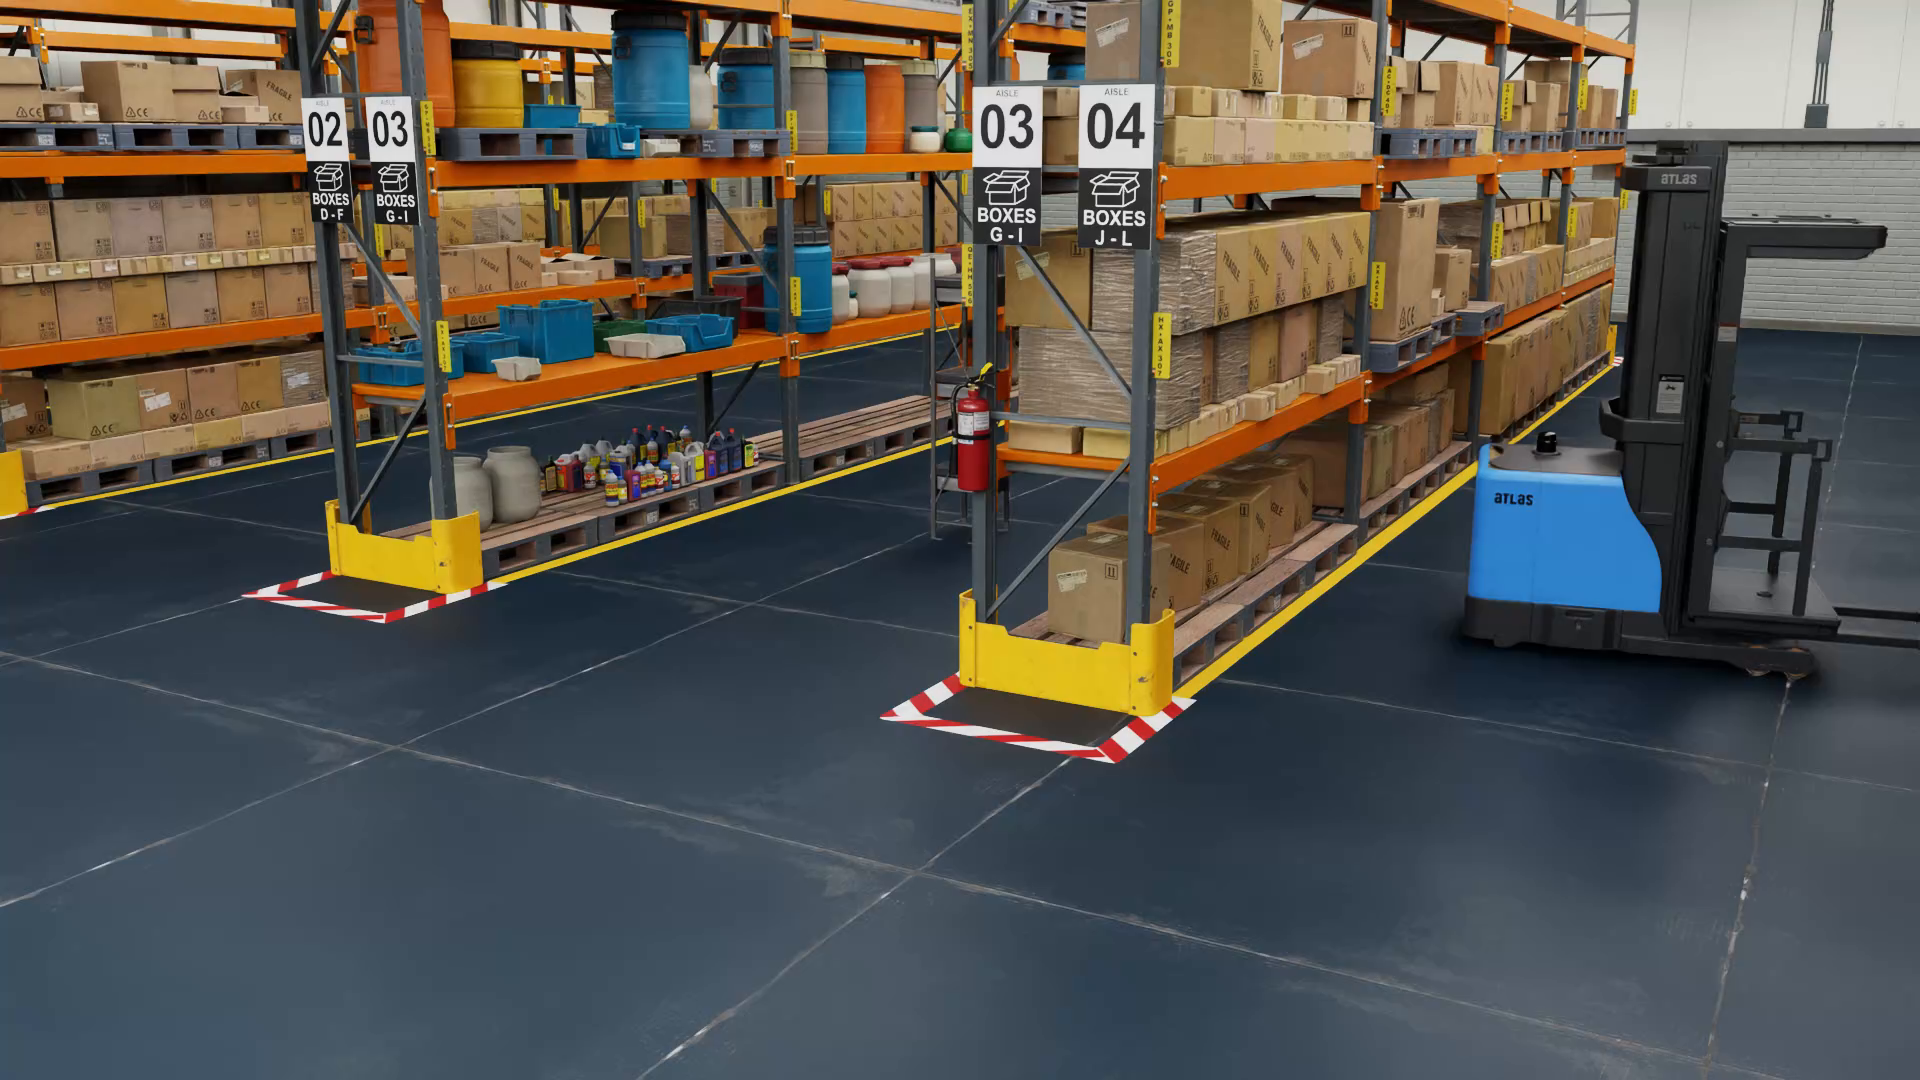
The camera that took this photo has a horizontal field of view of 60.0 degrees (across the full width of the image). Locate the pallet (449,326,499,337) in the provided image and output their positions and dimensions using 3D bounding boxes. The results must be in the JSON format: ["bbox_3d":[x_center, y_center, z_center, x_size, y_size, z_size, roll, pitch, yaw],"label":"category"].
[{"bbox_3d":[-7.572,-2.986,24.468,1.003,0.211,1.213,7,15,28],"label":"pallet"}]

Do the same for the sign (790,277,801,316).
[{"bbox_3d":[-1.395,-2.066,14.111,0.100,0.325,0.005,7,15,28],"label":"sign"}]

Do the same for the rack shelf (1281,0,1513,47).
[{"bbox_3d":[3.432,-4.217,13.214,1.077,0.370,4.000,7,15,28],"label":"rack shelf"}]

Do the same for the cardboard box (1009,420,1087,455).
[{"bbox_3d":[0.488,-0.574,9.049,0.380,0.149,0.250,7,15,28],"label":"cardboard box"}]

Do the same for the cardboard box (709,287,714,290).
[{"bbox_3d":[-3.269,-3.286,22.556,0.500,0.250,0.500,7,15,28],"label":"cardboard box"}]

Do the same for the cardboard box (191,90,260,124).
[{"bbox_3d":[-6.941,-4.061,15.572,0.500,0.311,0.500,6,15,25],"label":"cardboard box"}]

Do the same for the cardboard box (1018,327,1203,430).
[{"bbox_3d":[0.821,-0.917,9.089,0.875,0.500,0.500,7,15,28],"label":"cardboard box"}]

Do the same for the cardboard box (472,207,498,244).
[{"bbox_3d":[-7.167,-4.631,24.453,0.500,0.500,0.500,7,15,28],"label":"cardboard box"}]

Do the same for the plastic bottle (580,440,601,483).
[{"bbox_3d":[-3.011,-0.639,13.498,0.144,0.351,0.185,8,16,30],"label":"plastic bottle"}]

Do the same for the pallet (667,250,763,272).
[{"bbox_3d":[-3.336,-3.685,21.827,1.003,0.211,1.213,7,15,28],"label":"pallet"}]

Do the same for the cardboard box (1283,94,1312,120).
[{"bbox_3d":[1.928,-2.643,10.167,0.380,0.149,0.250,8,16,31],"label":"cardboard box"}]

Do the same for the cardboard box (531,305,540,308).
[{"bbox_3d":[-6.877,-3.771,25.464,0.750,0.750,0.750,8,15,29],"label":"cardboard box"}]

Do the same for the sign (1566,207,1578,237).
[{"bbox_3d":[6.812,-3.541,18.519,0.100,0.325,0.005,7,15,28],"label":"sign"}]

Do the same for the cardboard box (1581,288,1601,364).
[{"bbox_3d":[7.586,-2.741,21.139,0.875,0.875,0.875,7,15,28],"label":"cardboard box"}]

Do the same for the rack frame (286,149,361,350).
[{"bbox_3d":[-8.610,-3.939,22.472,1.000,3.000,0.127,7,15,28],"label":"rack frame"}]

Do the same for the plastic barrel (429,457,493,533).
[{"bbox_3d":[-3.554,-0.314,11.846,0.421,0.512,0.421,0,14,0],"label":"plastic barrel"}]

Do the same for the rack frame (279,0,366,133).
[{"bbox_3d":[-6.205,-5.474,16.040,1.000,3.000,0.127,7,15,28],"label":"rack frame"}]

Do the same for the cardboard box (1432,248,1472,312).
[{"bbox_3d":[3.990,-2.267,14.427,0.700,0.500,0.500,10,17,36],"label":"cardboard box"}]

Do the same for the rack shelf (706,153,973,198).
[{"bbox_3d":[-0.904,-3.515,15.847,1.077,0.370,4.000,7,15,28],"label":"rack shelf"}]

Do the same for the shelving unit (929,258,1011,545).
[{"bbox_3d":[0.080,-1.055,12.428,0.431,2.100,0.503,7,15,28],"label":"shelving unit"}]

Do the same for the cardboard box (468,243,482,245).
[{"bbox_3d":[-7.244,-4.290,24.422,0.380,0.149,0.250,7,15,26],"label":"cardboard box"}]

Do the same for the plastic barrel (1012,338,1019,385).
[{"bbox_3d":[0.479,-2.039,19.005,0.421,0.512,0.421,0,14,0],"label":"plastic barrel"}]

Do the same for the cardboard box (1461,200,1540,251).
[{"bbox_3d":[5.689,-3.341,17.637,0.797,0.503,0.637,8,15,29],"label":"cardboard box"}]

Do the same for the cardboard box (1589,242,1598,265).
[{"bbox_3d":[7.524,-3.523,20.432,0.500,0.250,0.500,7,15,28],"label":"cardboard box"}]

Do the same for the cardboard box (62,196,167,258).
[{"bbox_3d":[-7.384,-2.734,14.491,0.700,0.500,0.500,7,15,28],"label":"cardboard box"}]

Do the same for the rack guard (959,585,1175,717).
[{"bbox_3d":[0.568,0.586,9.038,1.175,0.500,0.348,7,15,28],"label":"rack guard"}]

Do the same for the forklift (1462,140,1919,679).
[{"bbox_3d":[4.573,-0.788,9.548,3.031,2.935,1.130,4,14,17],"label":"forklift"}]

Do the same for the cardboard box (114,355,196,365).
[{"bbox_3d":[-7.427,-1.422,15.403,0.500,0.500,0.500,7,15,28],"label":"cardboard box"}]

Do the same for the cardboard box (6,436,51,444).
[{"bbox_3d":[-8.138,-0.748,14.207,0.500,0.250,0.500,7,15,28],"label":"cardboard box"}]

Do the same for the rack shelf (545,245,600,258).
[{"bbox_3d":[-5.709,-4.820,27.662,1.077,0.370,4.000,7,15,28],"label":"rack shelf"}]

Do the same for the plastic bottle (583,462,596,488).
[{"bbox_3d":[-2.970,-0.522,13.330,0.097,0.201,0.097,0,14,0],"label":"plastic bottle"}]

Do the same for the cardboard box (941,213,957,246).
[{"bbox_3d":[-0.383,-4.946,26.434,0.500,0.500,0.500,8,16,30],"label":"cardboard box"}]

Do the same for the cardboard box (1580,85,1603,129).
[{"bbox_3d":[7.299,-5.204,19.996,0.700,0.500,0.500,8,16,30],"label":"cardboard box"}]

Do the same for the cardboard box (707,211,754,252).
[{"bbox_3d":[-3.138,-4.082,21.958,0.700,0.500,0.500,3,14,14],"label":"cardboard box"}]

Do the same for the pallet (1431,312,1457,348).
[{"bbox_3d":[3.477,-1.751,13.807,1.003,0.211,1.213,7,15,28],"label":"pallet"}]

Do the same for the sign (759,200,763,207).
[{"bbox_3d":[-2.817,-4.680,23.698,0.100,0.325,0.005,7,15,28],"label":"sign"}]

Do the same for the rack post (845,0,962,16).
[{"bbox_3d":[-0.994,-5.423,15.402,1.013,1.000,3.121,7,15,28],"label":"rack post"}]

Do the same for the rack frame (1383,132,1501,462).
[{"bbox_3d":[4.398,-2.255,15.488,1.000,3.000,0.127,7,15,28],"label":"rack frame"}]

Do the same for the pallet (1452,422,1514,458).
[{"bbox_3d":[4.845,-1.053,16.451,1.003,0.211,1.213,7,15,28],"label":"pallet"}]

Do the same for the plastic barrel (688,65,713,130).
[{"bbox_3d":[-2.251,-3.646,13.724,0.421,0.512,0.421,0,14,0],"label":"plastic barrel"}]

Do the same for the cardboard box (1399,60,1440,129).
[{"bbox_3d":[3.233,-3.426,12.827,0.797,0.503,0.637,8,16,30],"label":"cardboard box"}]

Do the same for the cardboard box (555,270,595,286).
[{"bbox_3d":[-4.465,-3.040,19.281,0.380,0.149,0.250,7,15,28],"label":"cardboard box"}]

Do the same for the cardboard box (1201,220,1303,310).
[{"bbox_3d":[1.760,-1.683,10.133,0.500,0.500,0.500,7,15,28],"label":"cardboard box"}]

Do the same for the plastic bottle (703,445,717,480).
[{"bbox_3d":[-2.065,-0.647,13.674,0.061,0.283,0.133,9,16,32],"label":"plastic bottle"}]

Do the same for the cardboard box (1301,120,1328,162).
[{"bbox_3d":[1.970,-2.486,10.364,0.500,0.250,0.500,7,15,28],"label":"cardboard box"}]

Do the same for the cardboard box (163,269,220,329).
[{"bbox_3d":[-7.156,-2.198,15.037,0.700,0.500,0.500,8,16,30],"label":"cardboard box"}]

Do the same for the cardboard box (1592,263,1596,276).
[{"bbox_3d":[7.643,-3.351,20.567,0.380,0.149,0.250,8,16,29],"label":"cardboard box"}]

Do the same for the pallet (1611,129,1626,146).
[{"bbox_3d":[7.916,-5.158,21.319,1.003,0.211,1.213,7,15,28],"label":"pallet"}]

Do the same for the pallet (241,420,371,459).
[{"bbox_3d":[-6.626,-1.044,16.413,1.003,0.211,1.213,7,15,28],"label":"pallet"}]

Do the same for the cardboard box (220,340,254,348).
[{"bbox_3d":[-9.479,-2.586,21.256,0.700,0.500,0.500,7,15,28],"label":"cardboard box"}]

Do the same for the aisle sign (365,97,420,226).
[{"bbox_3d":[-3.583,-2.391,10.504,0.394,0.787,0.004,7,15,28],"label":"aisle sign"}]

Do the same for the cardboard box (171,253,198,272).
[{"bbox_3d":[-7.017,-2.472,14.792,0.380,0.149,0.250,8,15,29],"label":"cardboard box"}]

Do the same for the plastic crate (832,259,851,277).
[{"bbox_3d":[-0.986,-2.551,16.577,0.402,0.464,0.583,7,15,28],"label":"plastic crate"}]

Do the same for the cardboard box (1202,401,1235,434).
[{"bbox_3d":[1.379,-0.726,9.681,0.380,0.149,0.250,7,15,28],"label":"cardboard box"}]
